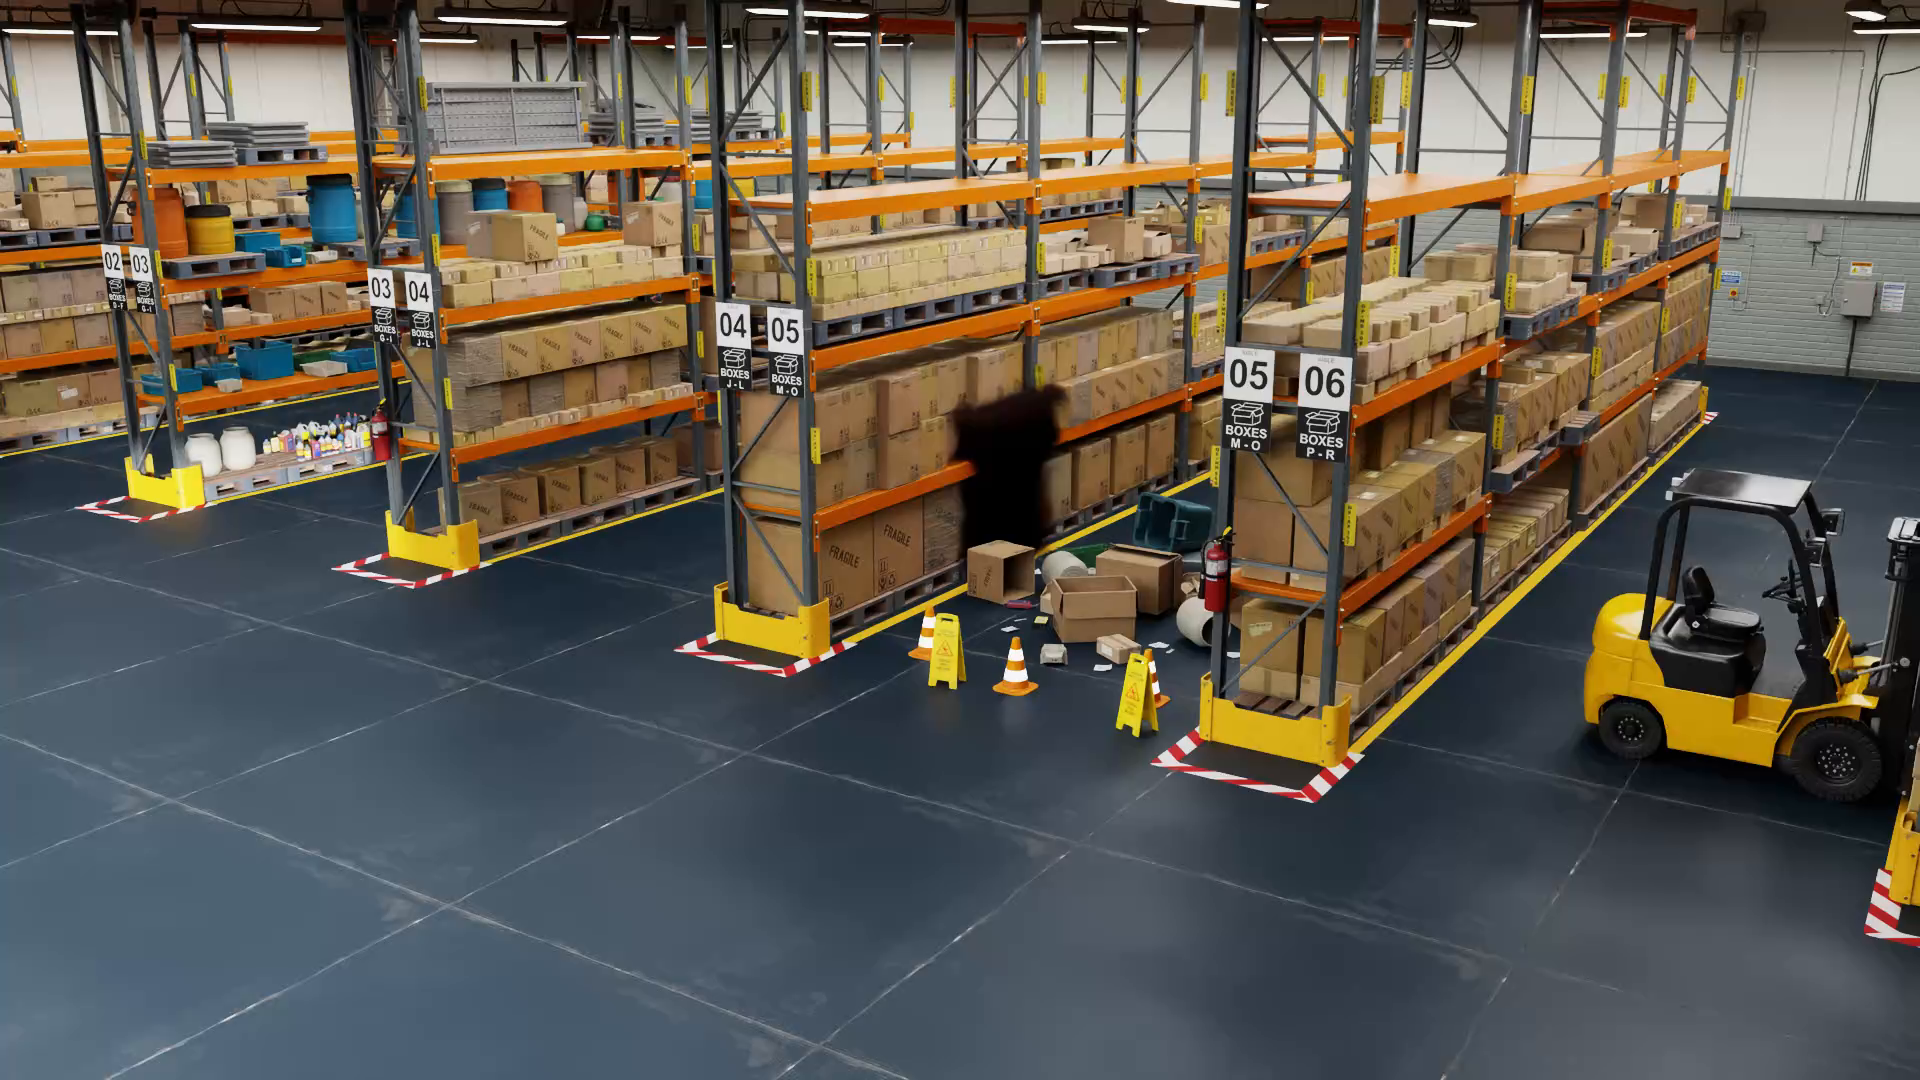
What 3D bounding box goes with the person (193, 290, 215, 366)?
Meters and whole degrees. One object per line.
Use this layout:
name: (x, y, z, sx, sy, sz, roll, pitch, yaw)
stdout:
person: (-12.829, -3.409, 28.138, 0.440, 1.770, 0.575, 6, 17, 21)
